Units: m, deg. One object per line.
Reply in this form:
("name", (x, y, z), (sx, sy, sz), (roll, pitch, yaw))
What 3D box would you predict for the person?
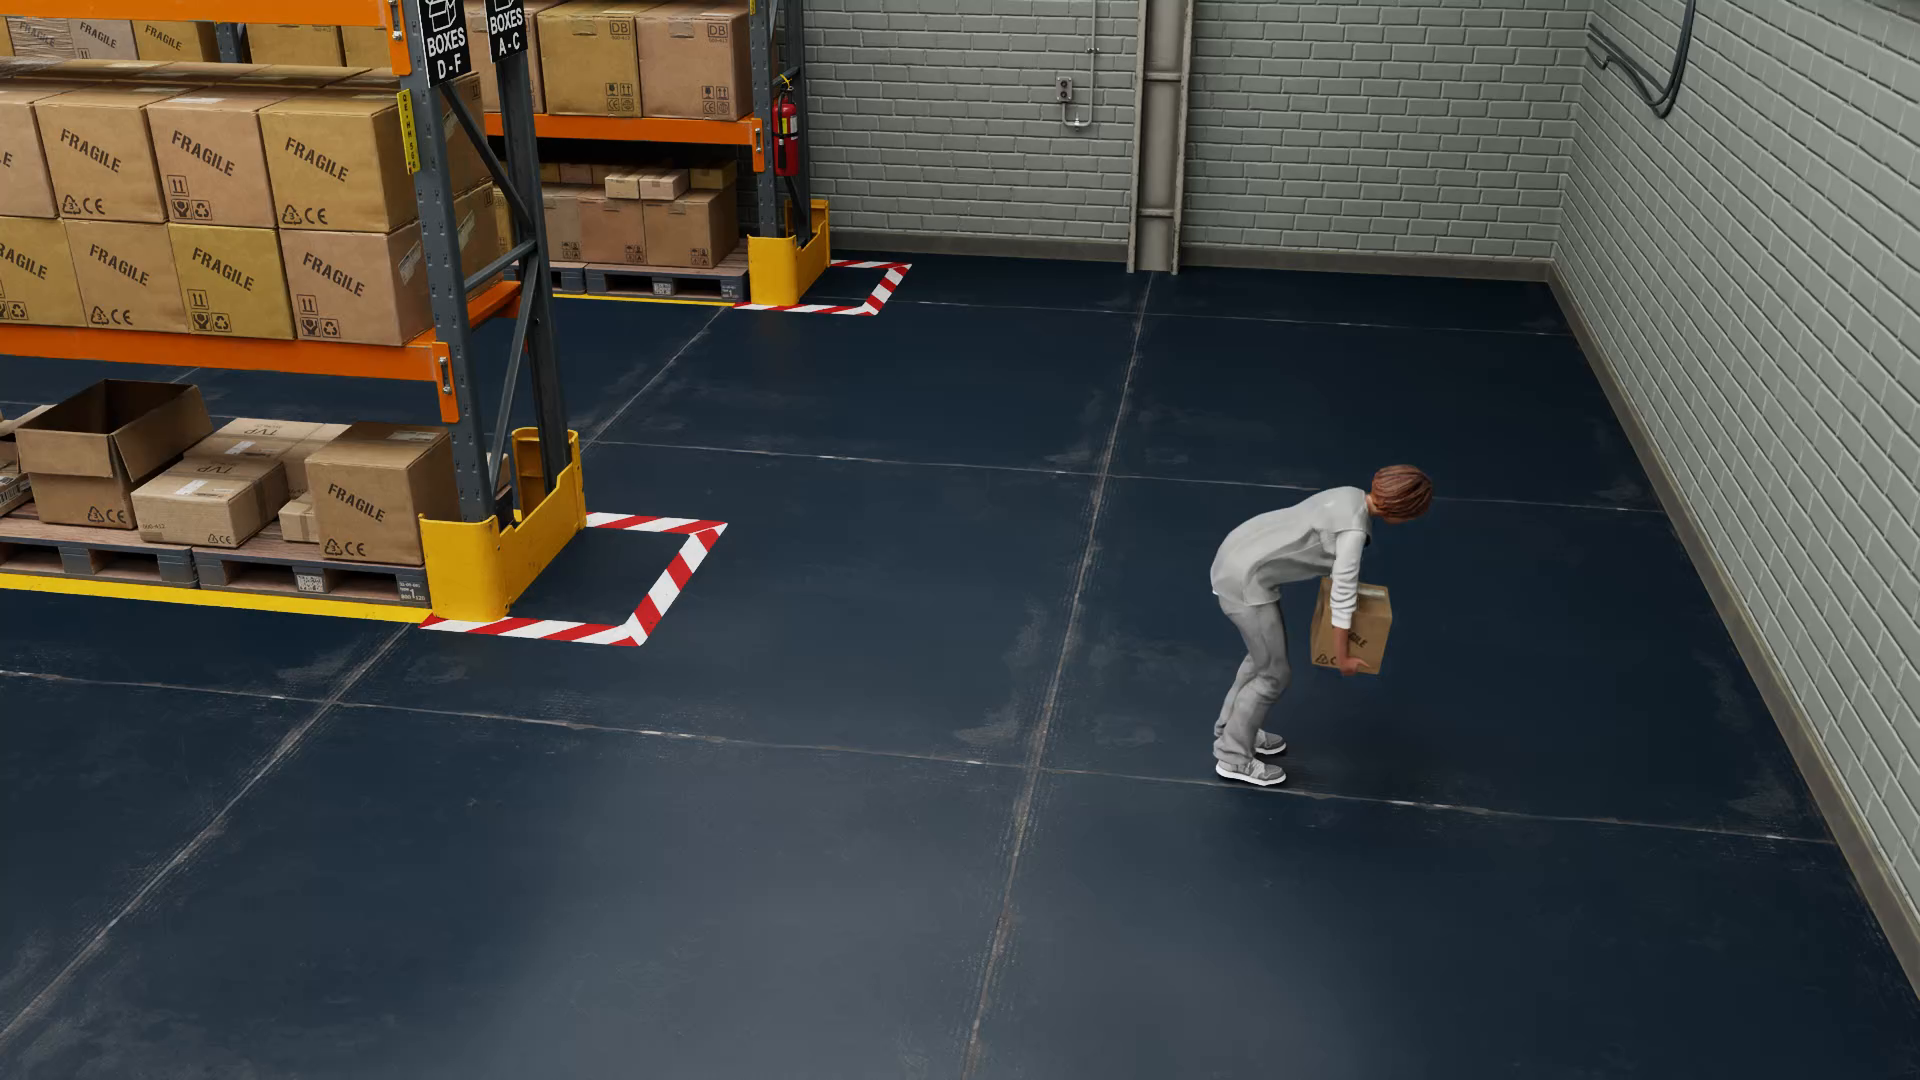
("person", (1.330, 0.312, 6.304), (0.779, 1.309, 0.374), (4, 26, 7))
